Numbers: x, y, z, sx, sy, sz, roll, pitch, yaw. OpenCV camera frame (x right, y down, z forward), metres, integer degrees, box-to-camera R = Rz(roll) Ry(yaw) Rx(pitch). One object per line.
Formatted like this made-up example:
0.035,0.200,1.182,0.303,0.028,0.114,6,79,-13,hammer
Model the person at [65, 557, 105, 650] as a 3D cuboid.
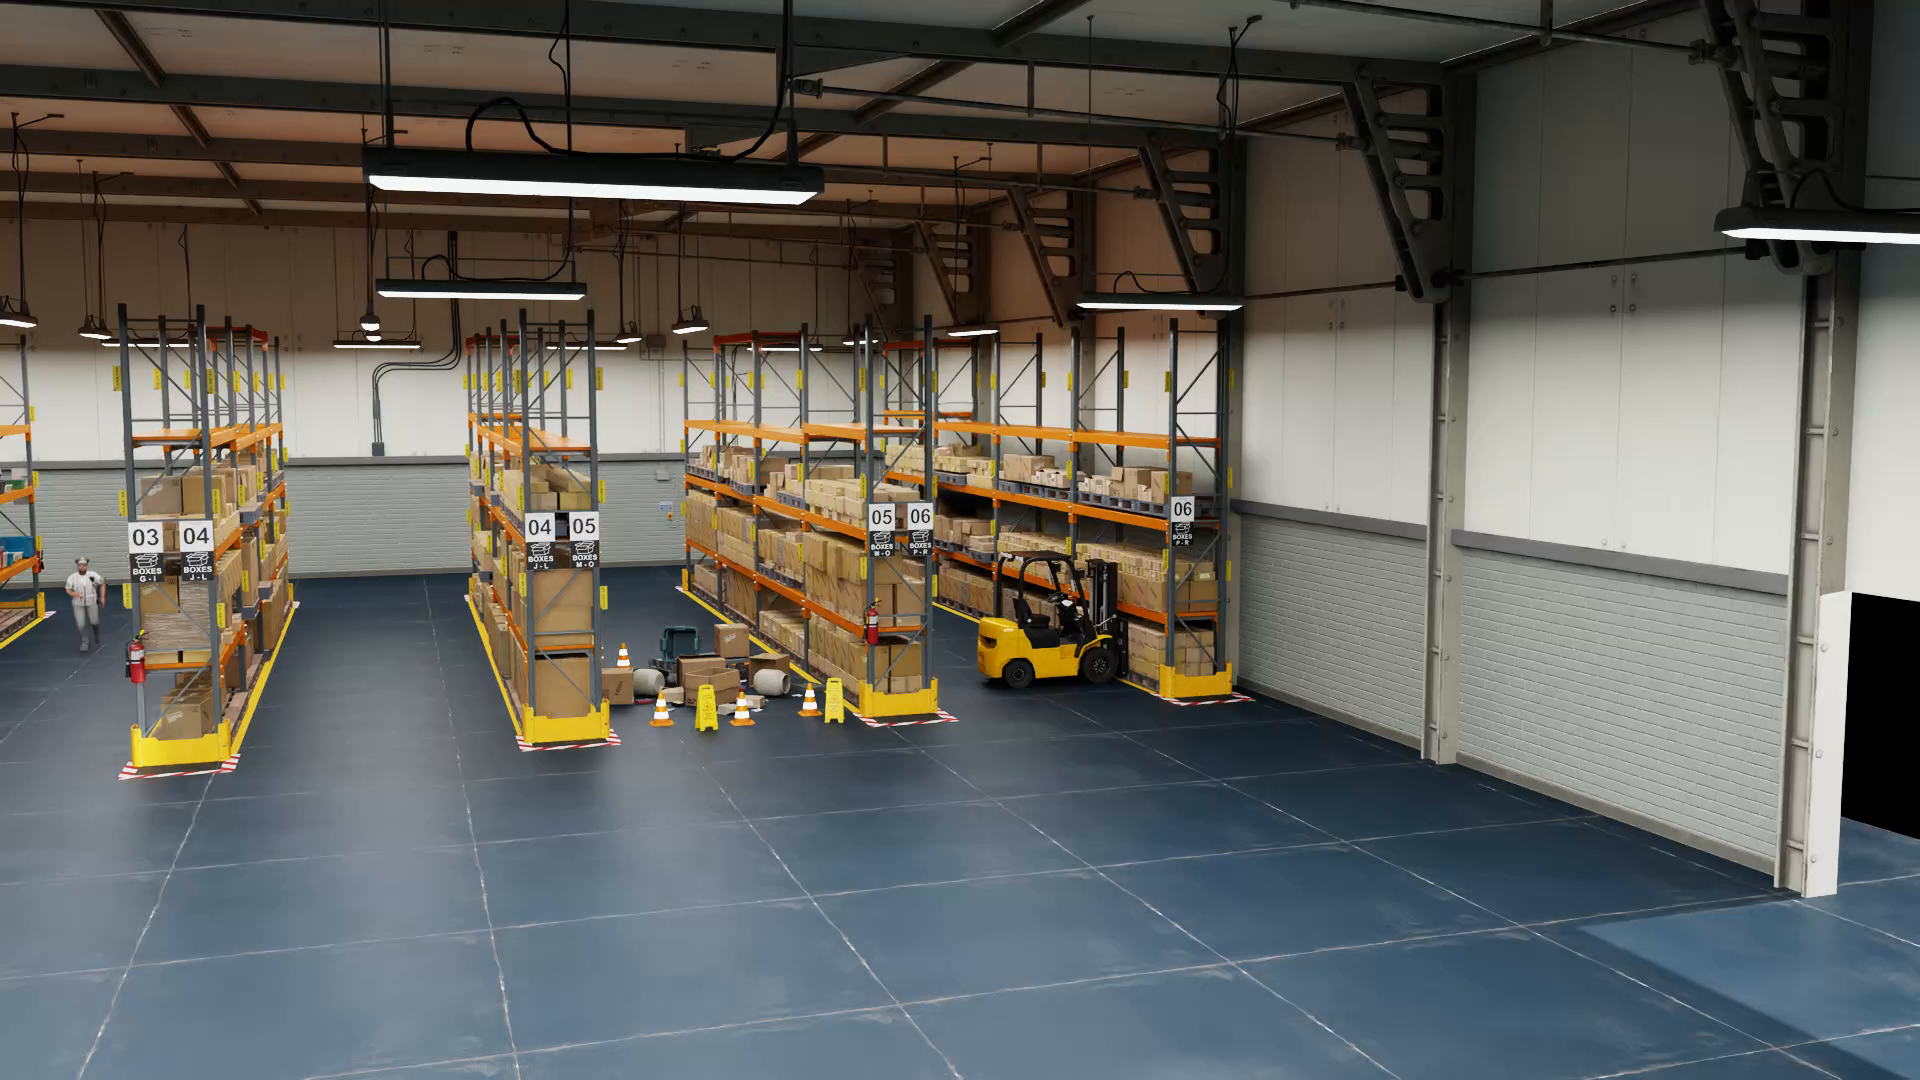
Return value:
-16.363,1.196,31.150,0.674,1.746,0.614,-3,6,-29,person
